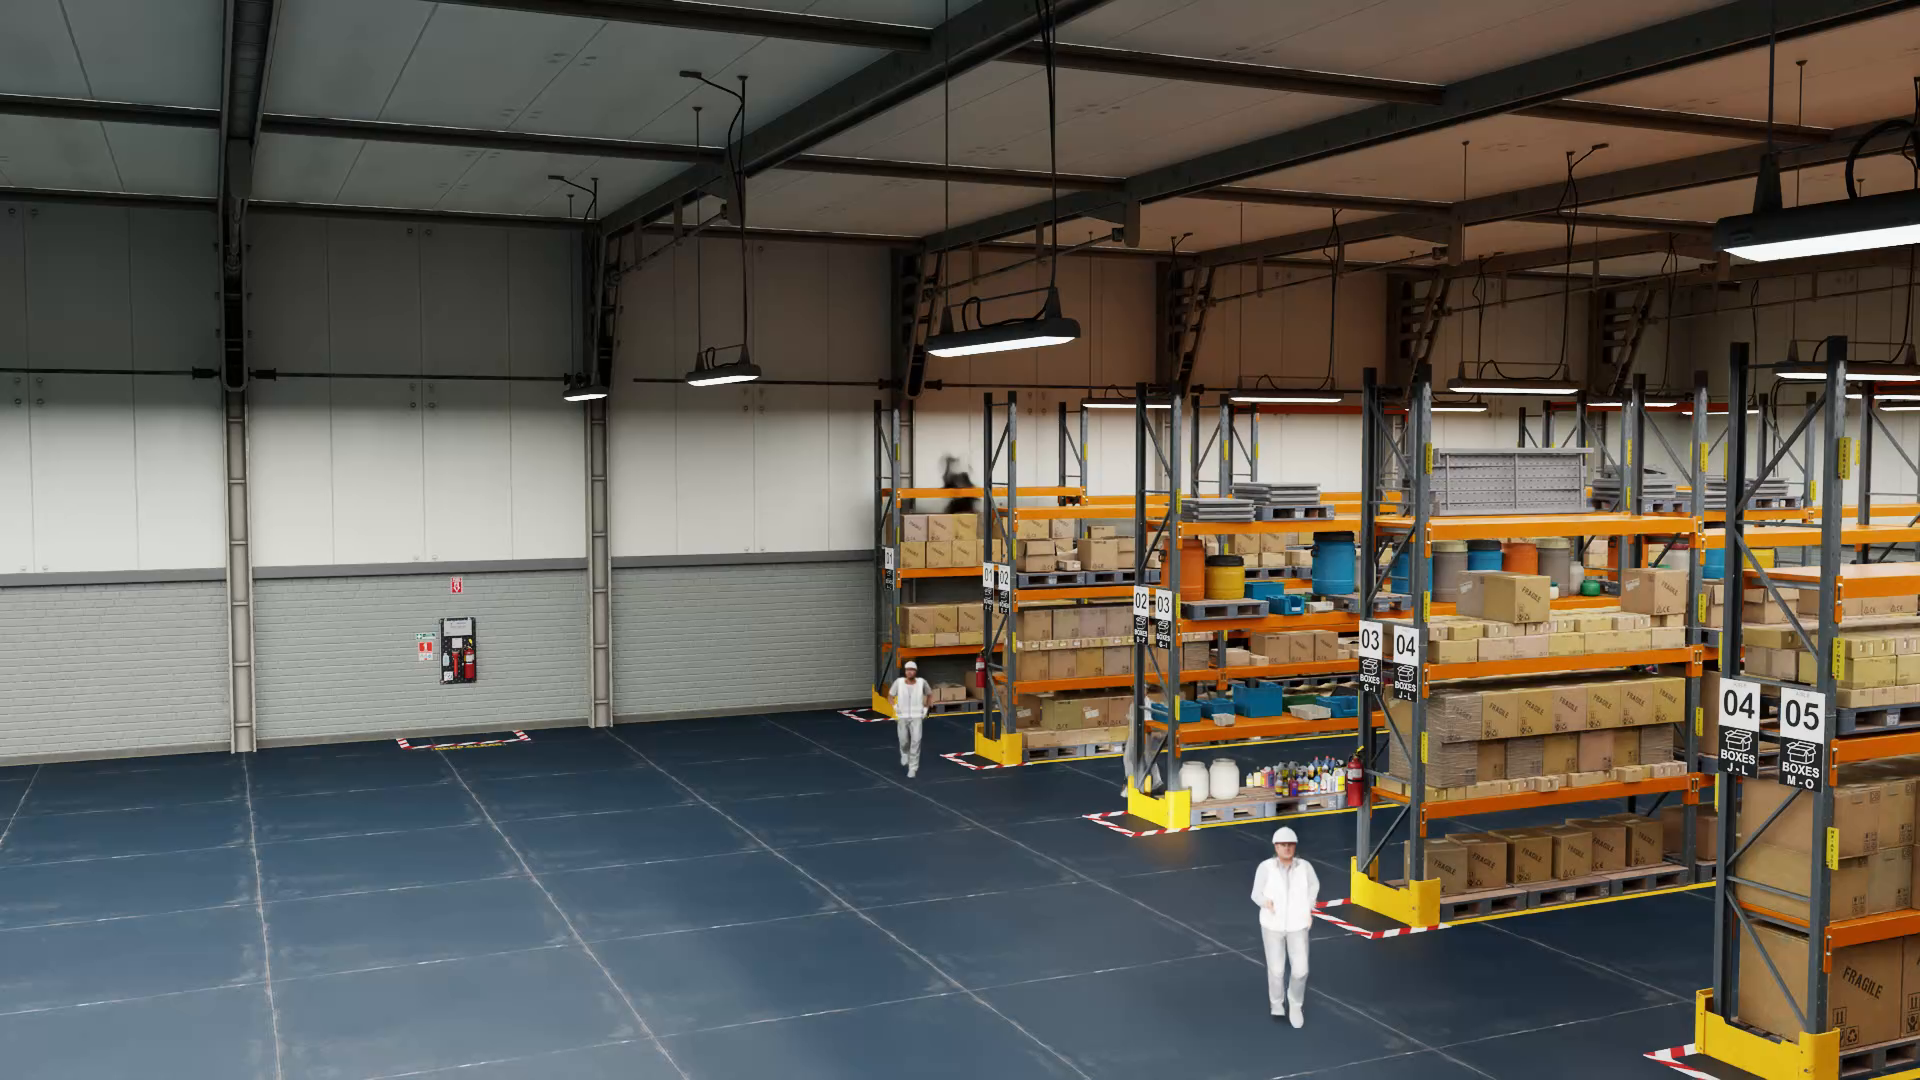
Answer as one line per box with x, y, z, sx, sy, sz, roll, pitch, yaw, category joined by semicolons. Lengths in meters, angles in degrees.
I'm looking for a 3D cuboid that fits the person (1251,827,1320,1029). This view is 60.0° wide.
2.886;3.376;14.728;0.612;1.667;0.721;0;3;8;person

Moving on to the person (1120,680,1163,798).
2.663;2.892;24.400;0.709;1.748;0.596;-3;4;-38;person

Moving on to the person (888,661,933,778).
-0.771;2.776;25.990;0.703;1.788;0.802;0;3;-8;person
